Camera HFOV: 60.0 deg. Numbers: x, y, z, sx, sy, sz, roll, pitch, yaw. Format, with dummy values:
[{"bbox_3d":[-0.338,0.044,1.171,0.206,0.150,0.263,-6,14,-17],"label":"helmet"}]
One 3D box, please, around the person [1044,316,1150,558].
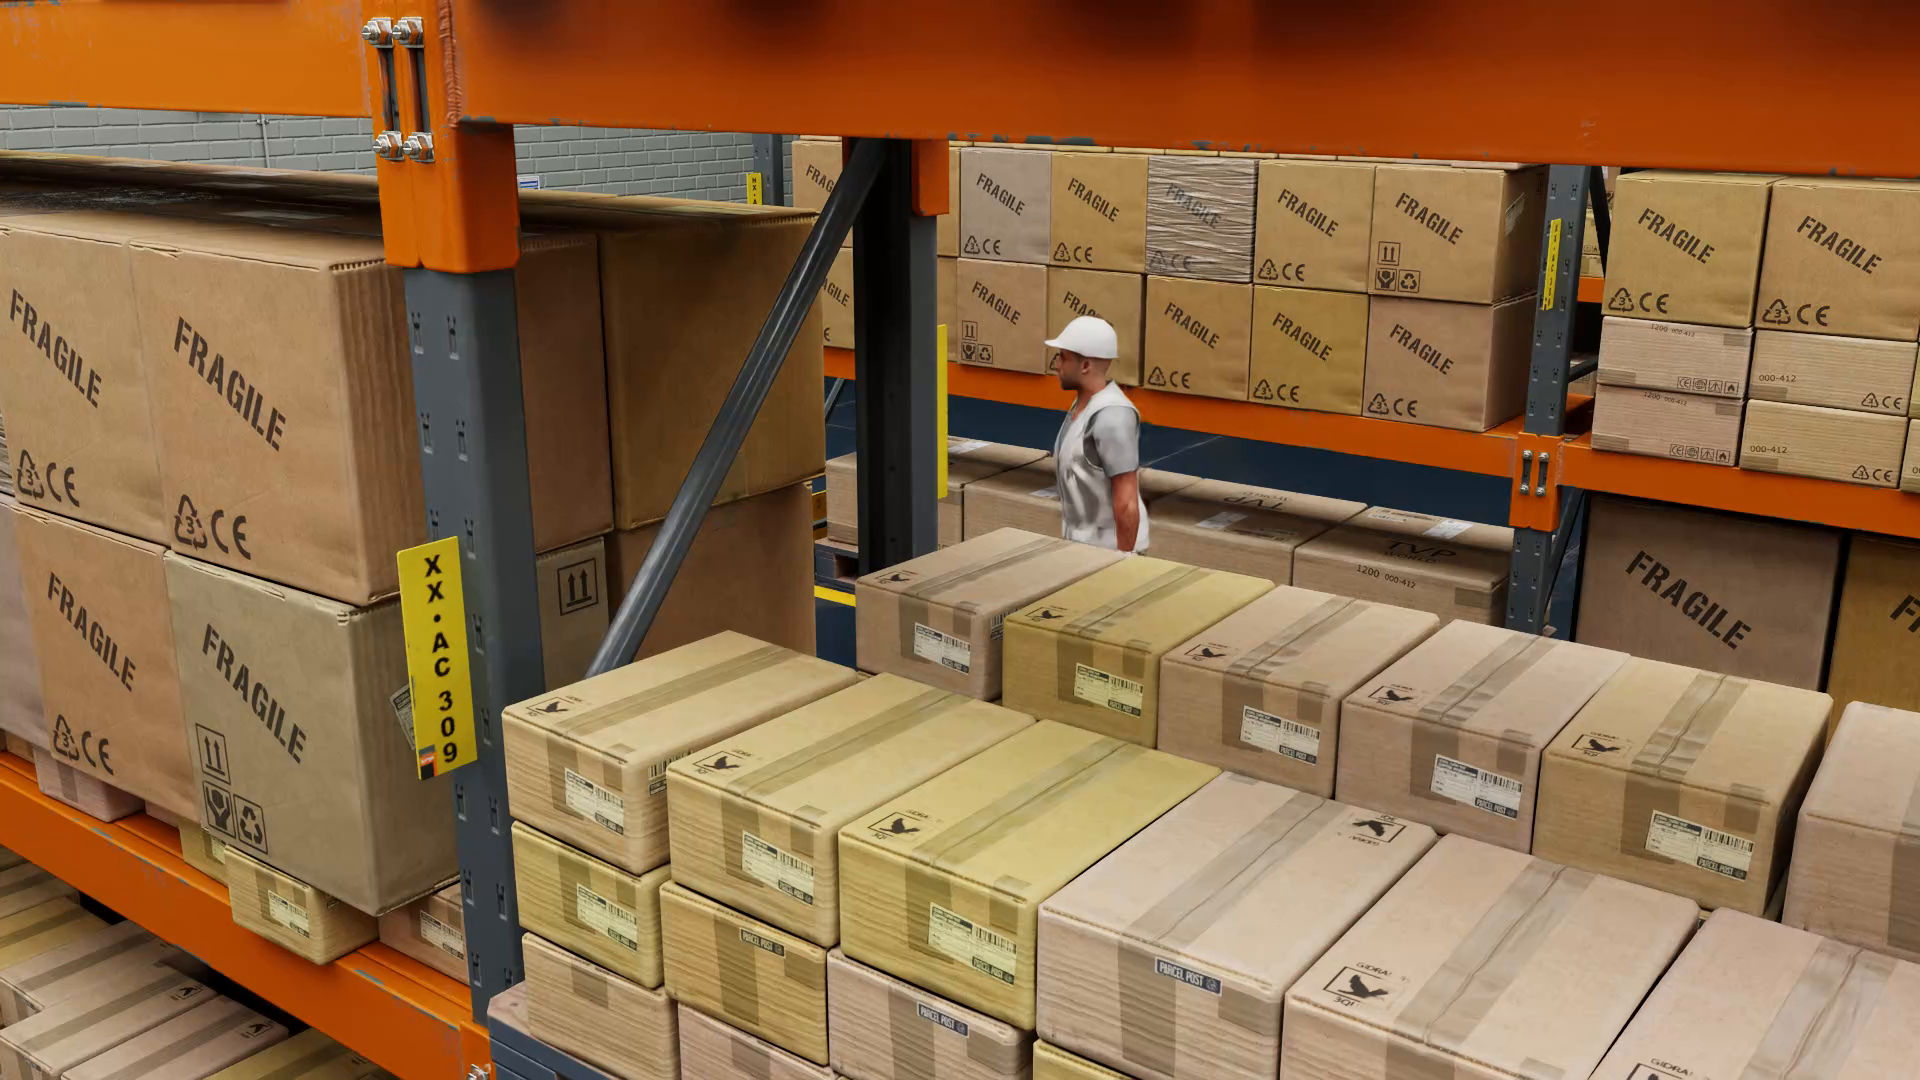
[{"bbox_3d":[0.617,0.037,6.373,0.583,1.780,0.586,-3,17,-9],"label":"person"}]
